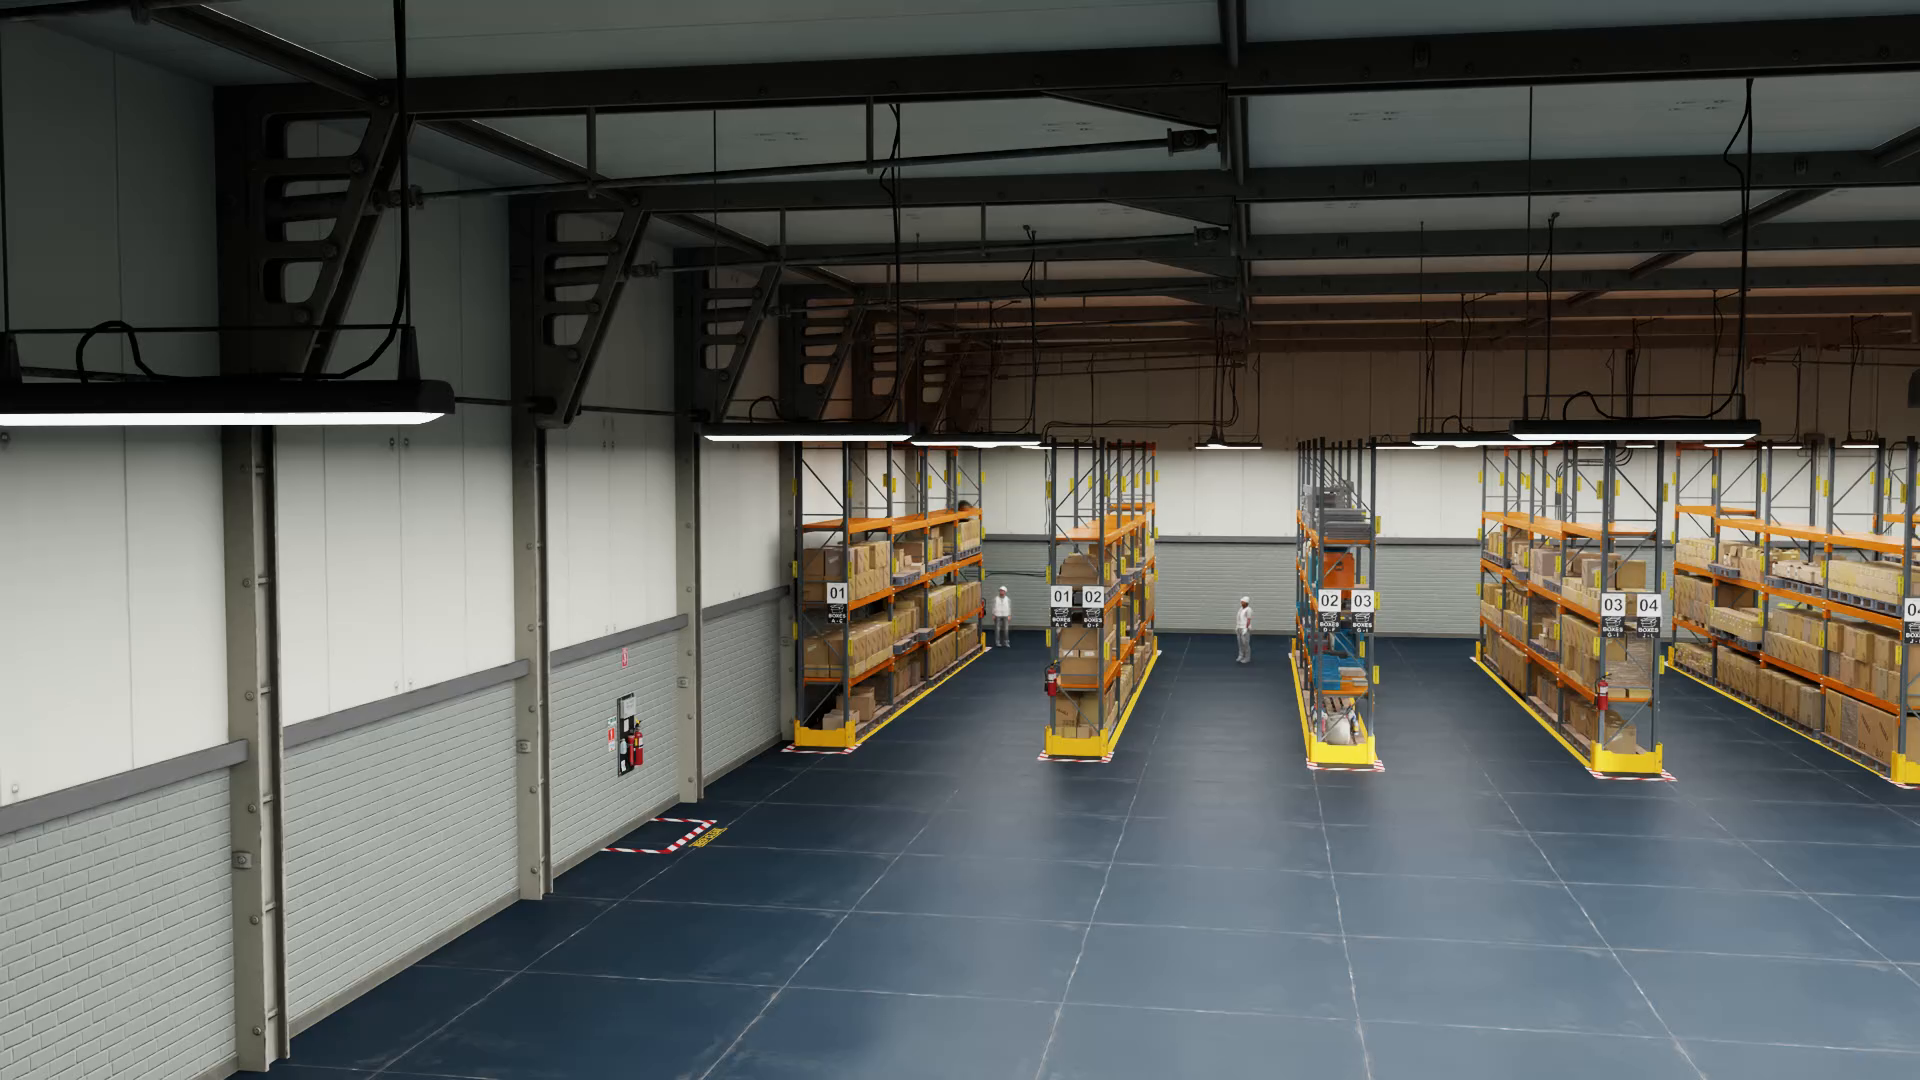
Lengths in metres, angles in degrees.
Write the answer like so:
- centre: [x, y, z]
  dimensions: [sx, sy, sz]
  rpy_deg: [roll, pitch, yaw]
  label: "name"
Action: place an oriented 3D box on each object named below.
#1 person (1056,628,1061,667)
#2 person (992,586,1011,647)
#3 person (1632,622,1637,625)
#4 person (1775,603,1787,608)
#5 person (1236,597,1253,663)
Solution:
- centre: [2.663, 2.534, 44.469]
  dimensions: [0.574, 1.707, 0.485]
  rpy_deg: [-1, 3, -16]
  label: "person"
- centre: [1.220, 2.270, 49.010]
  dimensions: [0.568, 1.789, 0.433]
  rpy_deg: [-1, 3, -13]
  label: "person"
- centre: [18.803, 2.431, 45.946]
  dimensions: [0.537, 1.732, 1.136]
  rpy_deg: [3, 4, 40]
  label: "person"
- centre: [21.791, 2.560, 44.032]
  dimensions: [0.786, 1.791, 0.832]
  rpy_deg: [-2, 3, -27]
  label: "person"
- centre: [7.739, 2.440, 45.370]
  dimensions: [0.421, 1.797, 0.601]
  rpy_deg: [-2, 3, -27]
  label: "person"
